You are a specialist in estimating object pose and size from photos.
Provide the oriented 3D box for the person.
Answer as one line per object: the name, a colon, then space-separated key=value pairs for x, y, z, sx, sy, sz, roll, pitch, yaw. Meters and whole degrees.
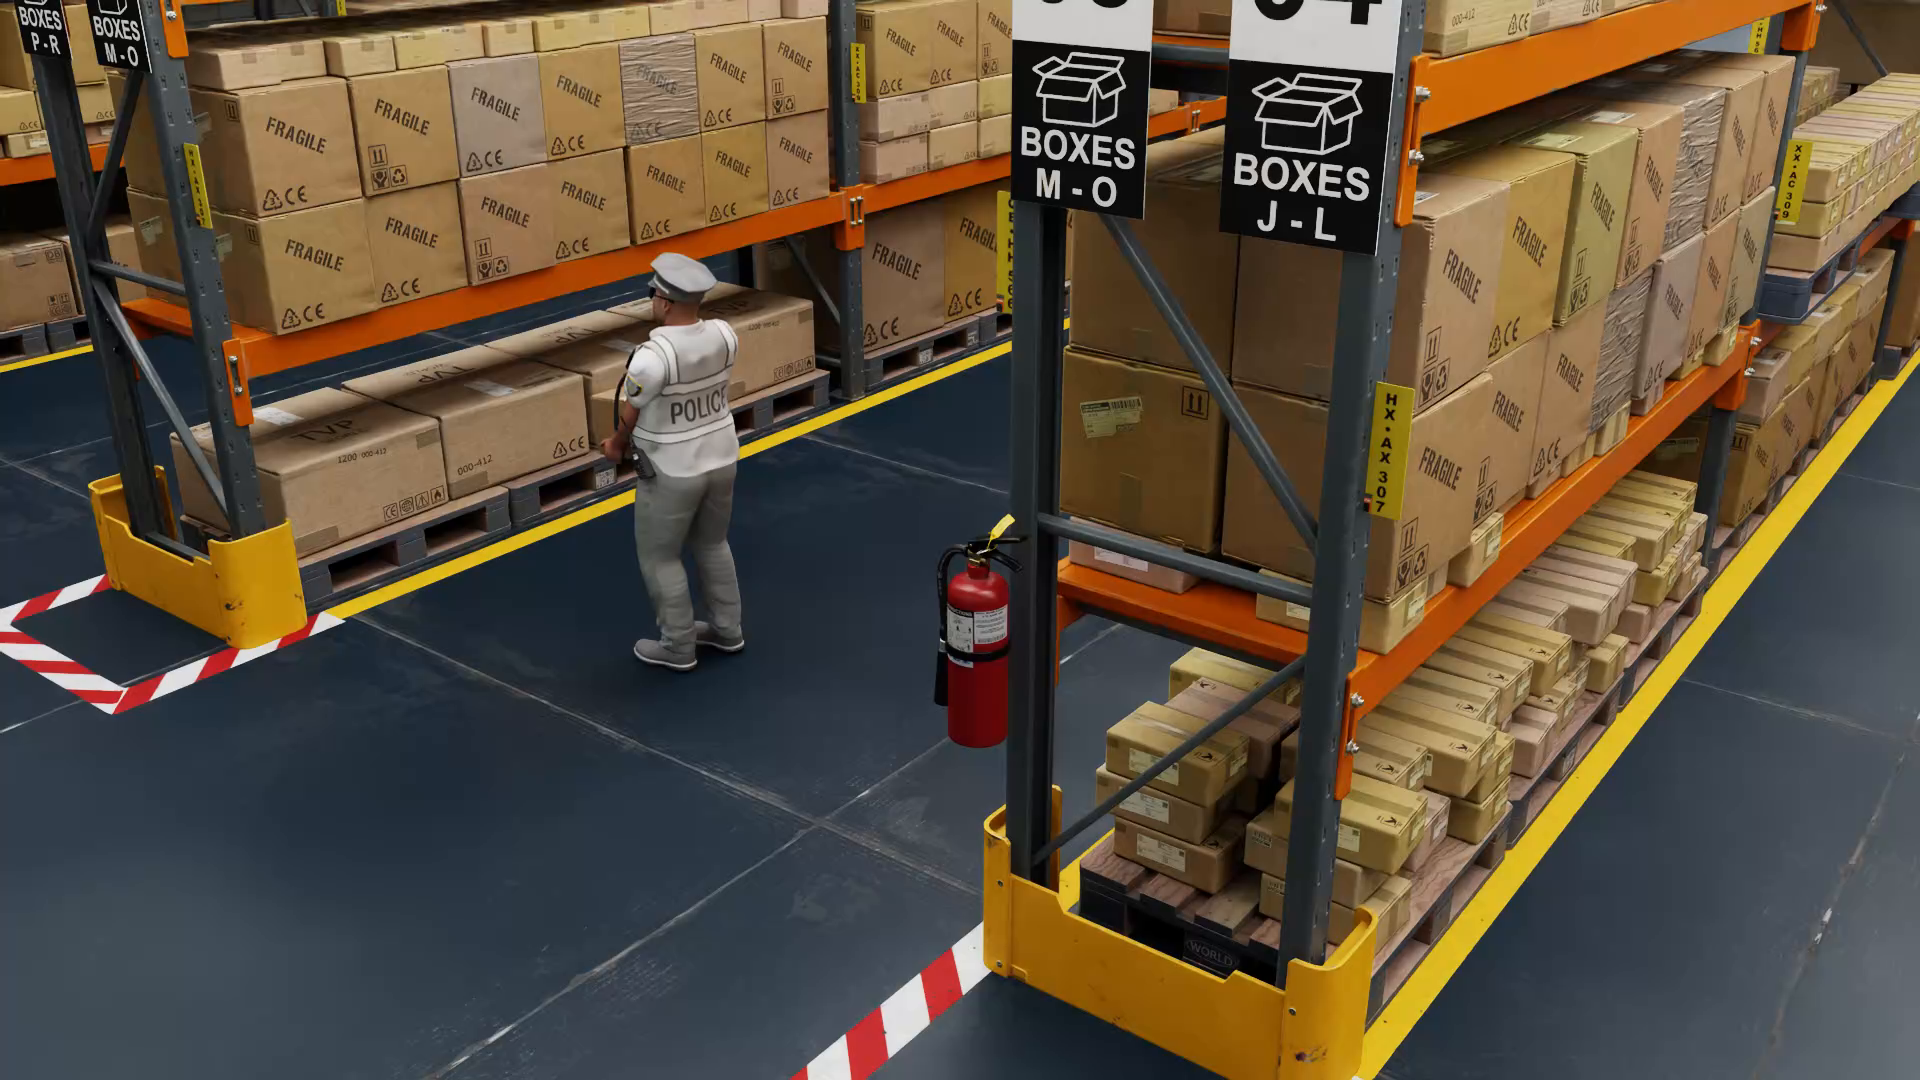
person: x=-1.196 y=-0.323 z=6.816 sx=0.571 sy=1.766 sz=0.494 roll=17 pitch=29 yaw=34
